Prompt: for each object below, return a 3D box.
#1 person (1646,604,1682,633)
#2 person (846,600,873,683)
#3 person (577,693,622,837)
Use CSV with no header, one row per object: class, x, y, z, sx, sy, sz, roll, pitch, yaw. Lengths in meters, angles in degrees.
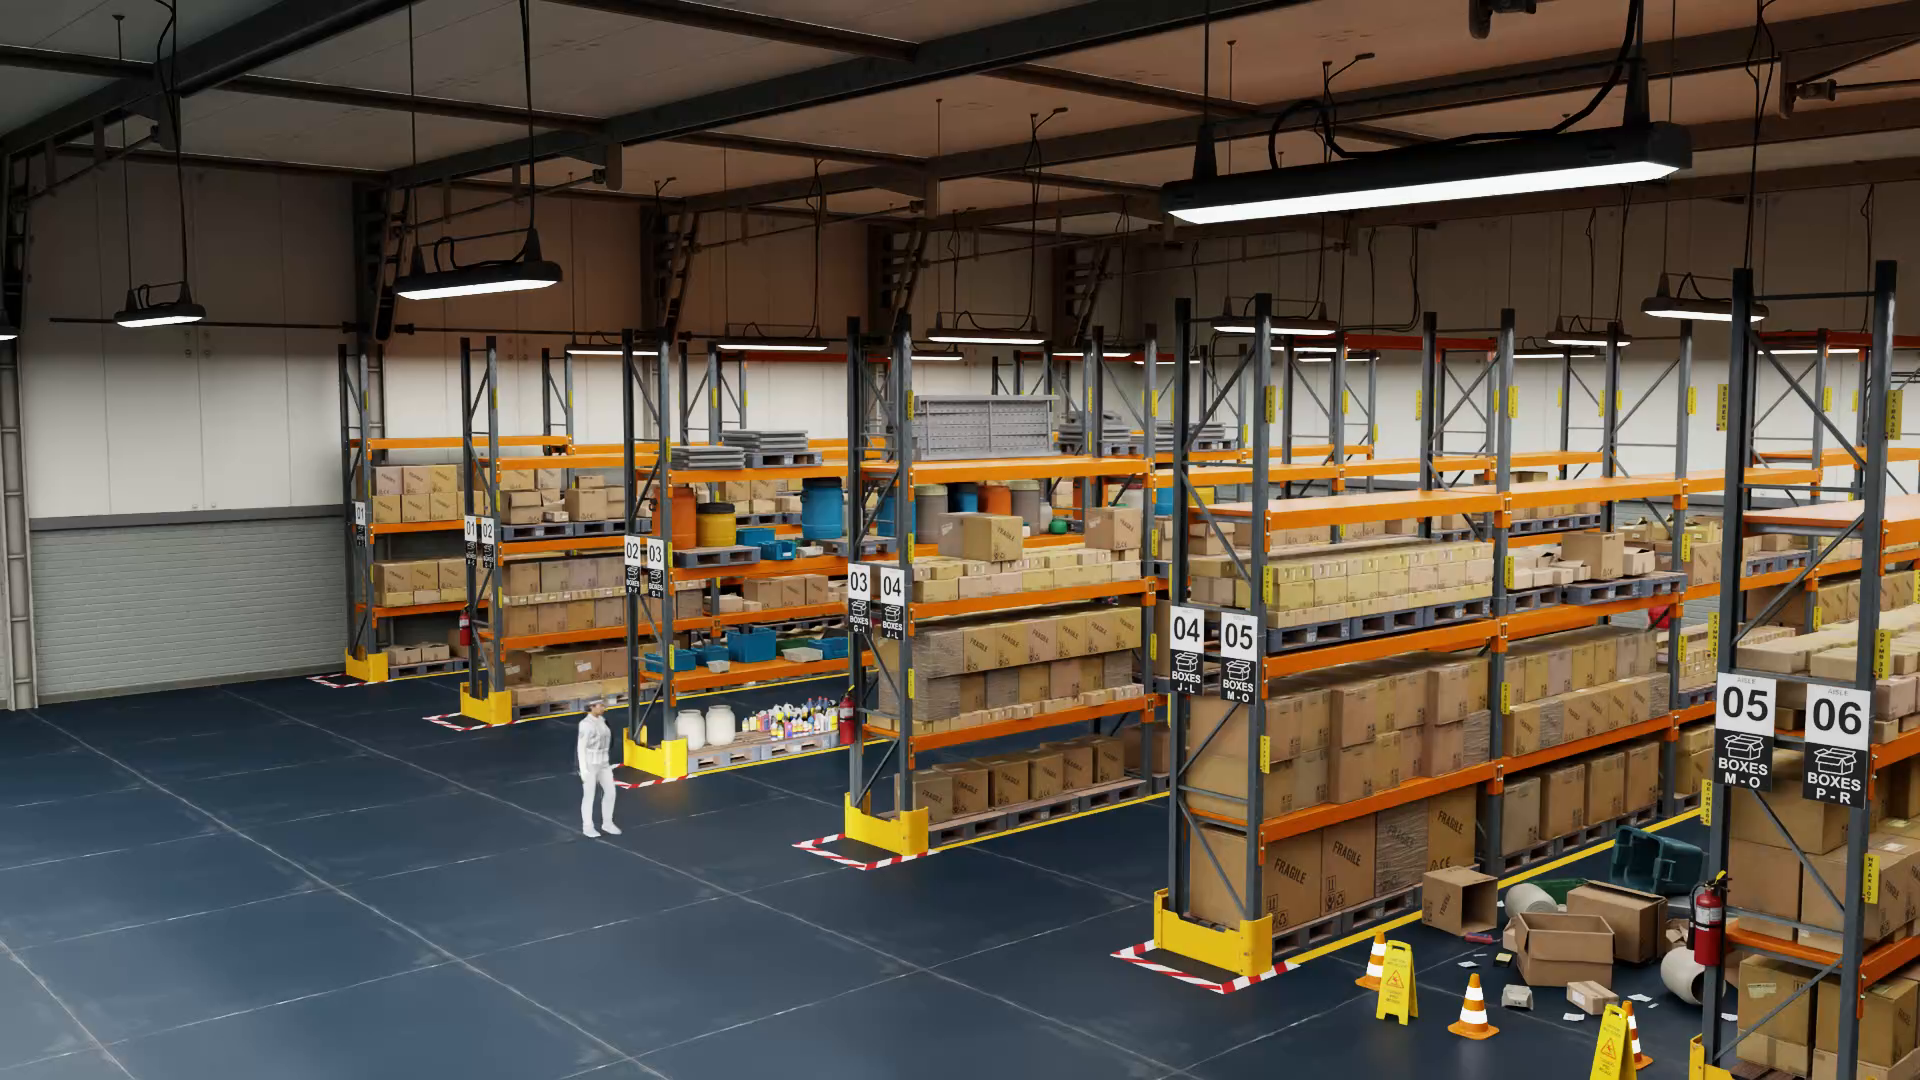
person,12.465,1.675,29.449,0.624,1.672,1.053,1,5,11
person,-1.736,1.602,29.322,0.467,1.801,0.583,3,6,32
person,-4.233,2.629,19.283,0.385,1.715,0.565,2,6,25
